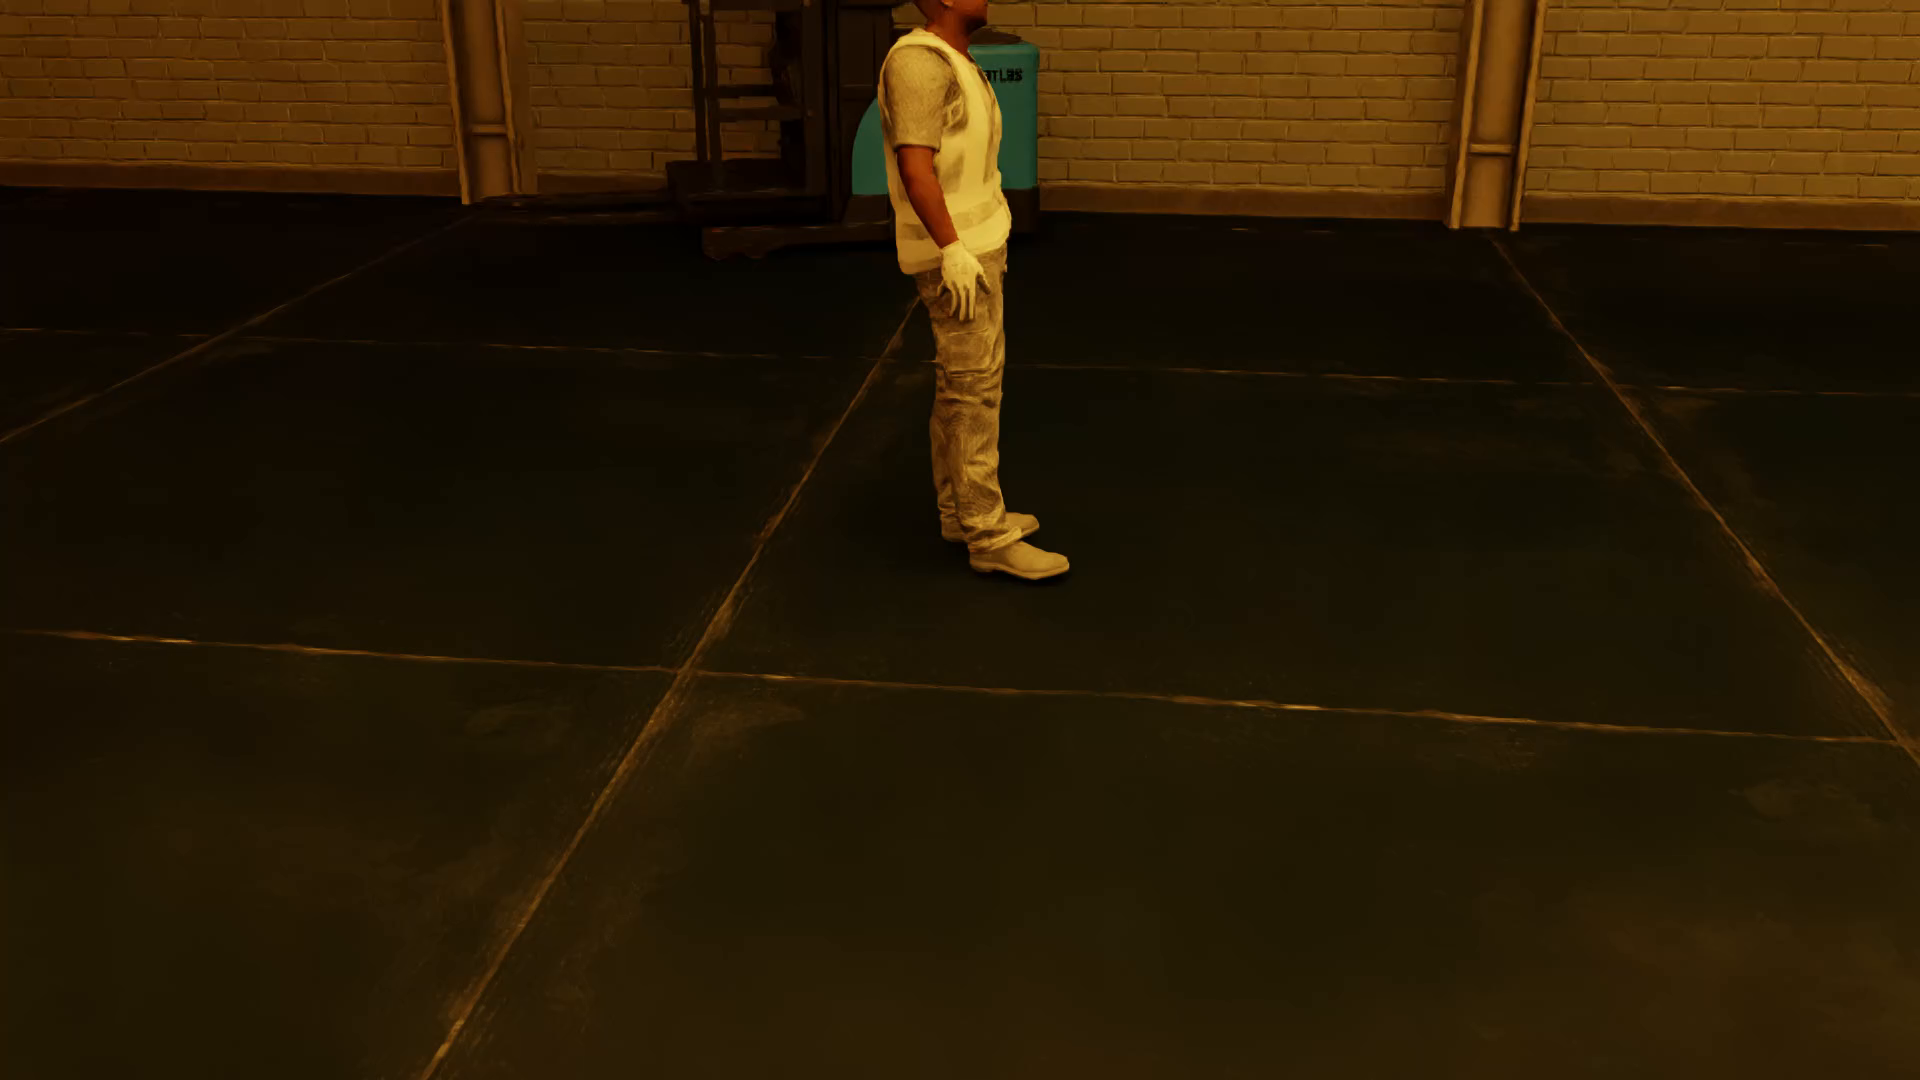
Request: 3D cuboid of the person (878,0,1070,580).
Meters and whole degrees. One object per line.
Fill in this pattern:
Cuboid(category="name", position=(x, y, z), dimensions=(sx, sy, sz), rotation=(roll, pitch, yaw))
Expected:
Cuboid(category="person", position=(0.070, -0.827, 4.826), dimensions=(0.576, 1.782, 0.655), rotation=(3, 22, 7))

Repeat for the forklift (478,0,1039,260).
Cuboid(category="forklift", position=(-1.134, -3.076, 8.894), dimensions=(3.031, 2.935, 1.130), rotation=(-5, 22, -12))
